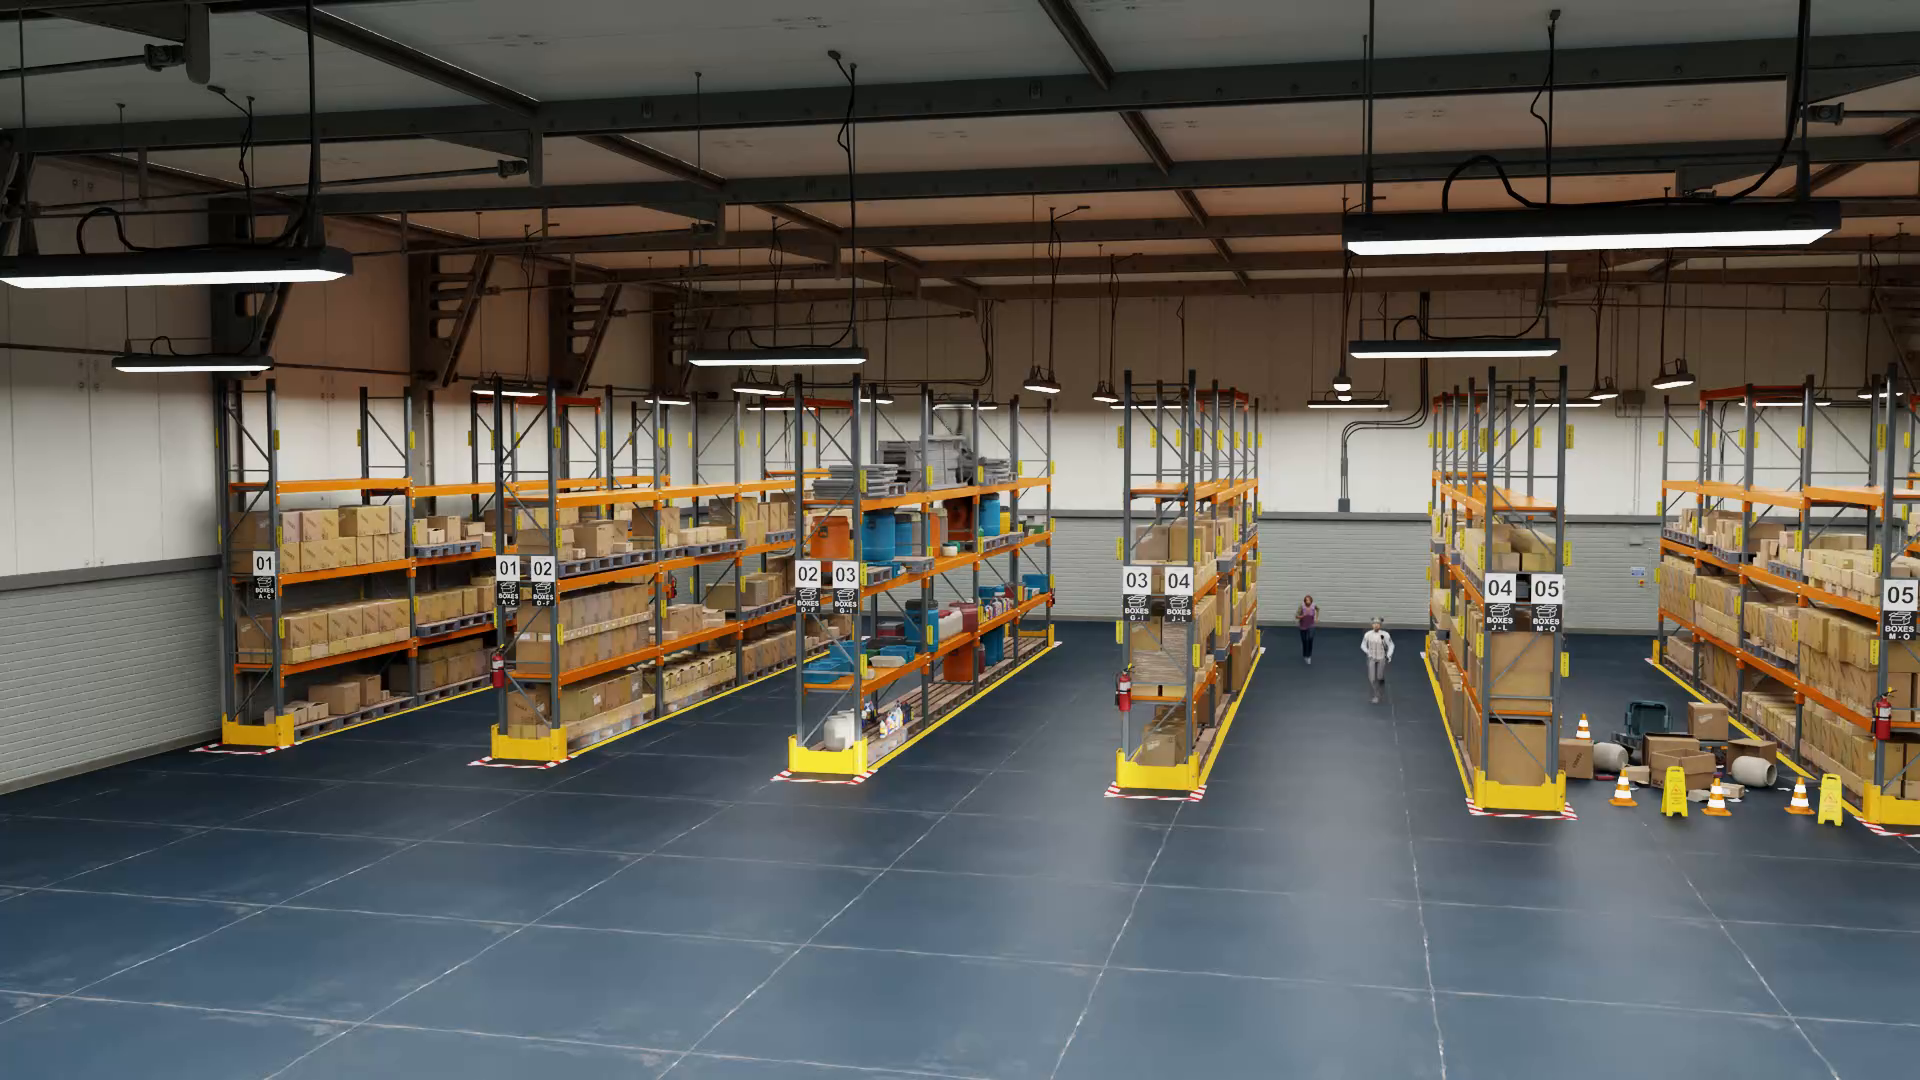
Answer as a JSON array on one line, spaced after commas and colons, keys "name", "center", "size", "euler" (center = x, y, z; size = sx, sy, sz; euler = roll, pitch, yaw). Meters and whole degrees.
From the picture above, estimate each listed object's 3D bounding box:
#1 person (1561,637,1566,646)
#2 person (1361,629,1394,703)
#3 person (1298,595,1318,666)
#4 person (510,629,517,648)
[{"name": "person", "center": [13.820, 1.818, 38.819], "size": [0.686, 1.746, 0.446], "euler": [0, 3, 7]}, {"name": "person", "center": [7.951, 2.405, 31.738], "size": [0.612, 1.407, 0.524], "euler": [1, 4, 20]}, {"name": "person", "center": [7.748, 1.992, 37.112], "size": [0.496, 1.580, 0.860], "euler": [1, 4, 12]}, {"name": "person", "center": [-8.074, 2.253, 31.143], "size": [0.635, 1.753, 0.907], "euler": [0, 3, -6]}]
